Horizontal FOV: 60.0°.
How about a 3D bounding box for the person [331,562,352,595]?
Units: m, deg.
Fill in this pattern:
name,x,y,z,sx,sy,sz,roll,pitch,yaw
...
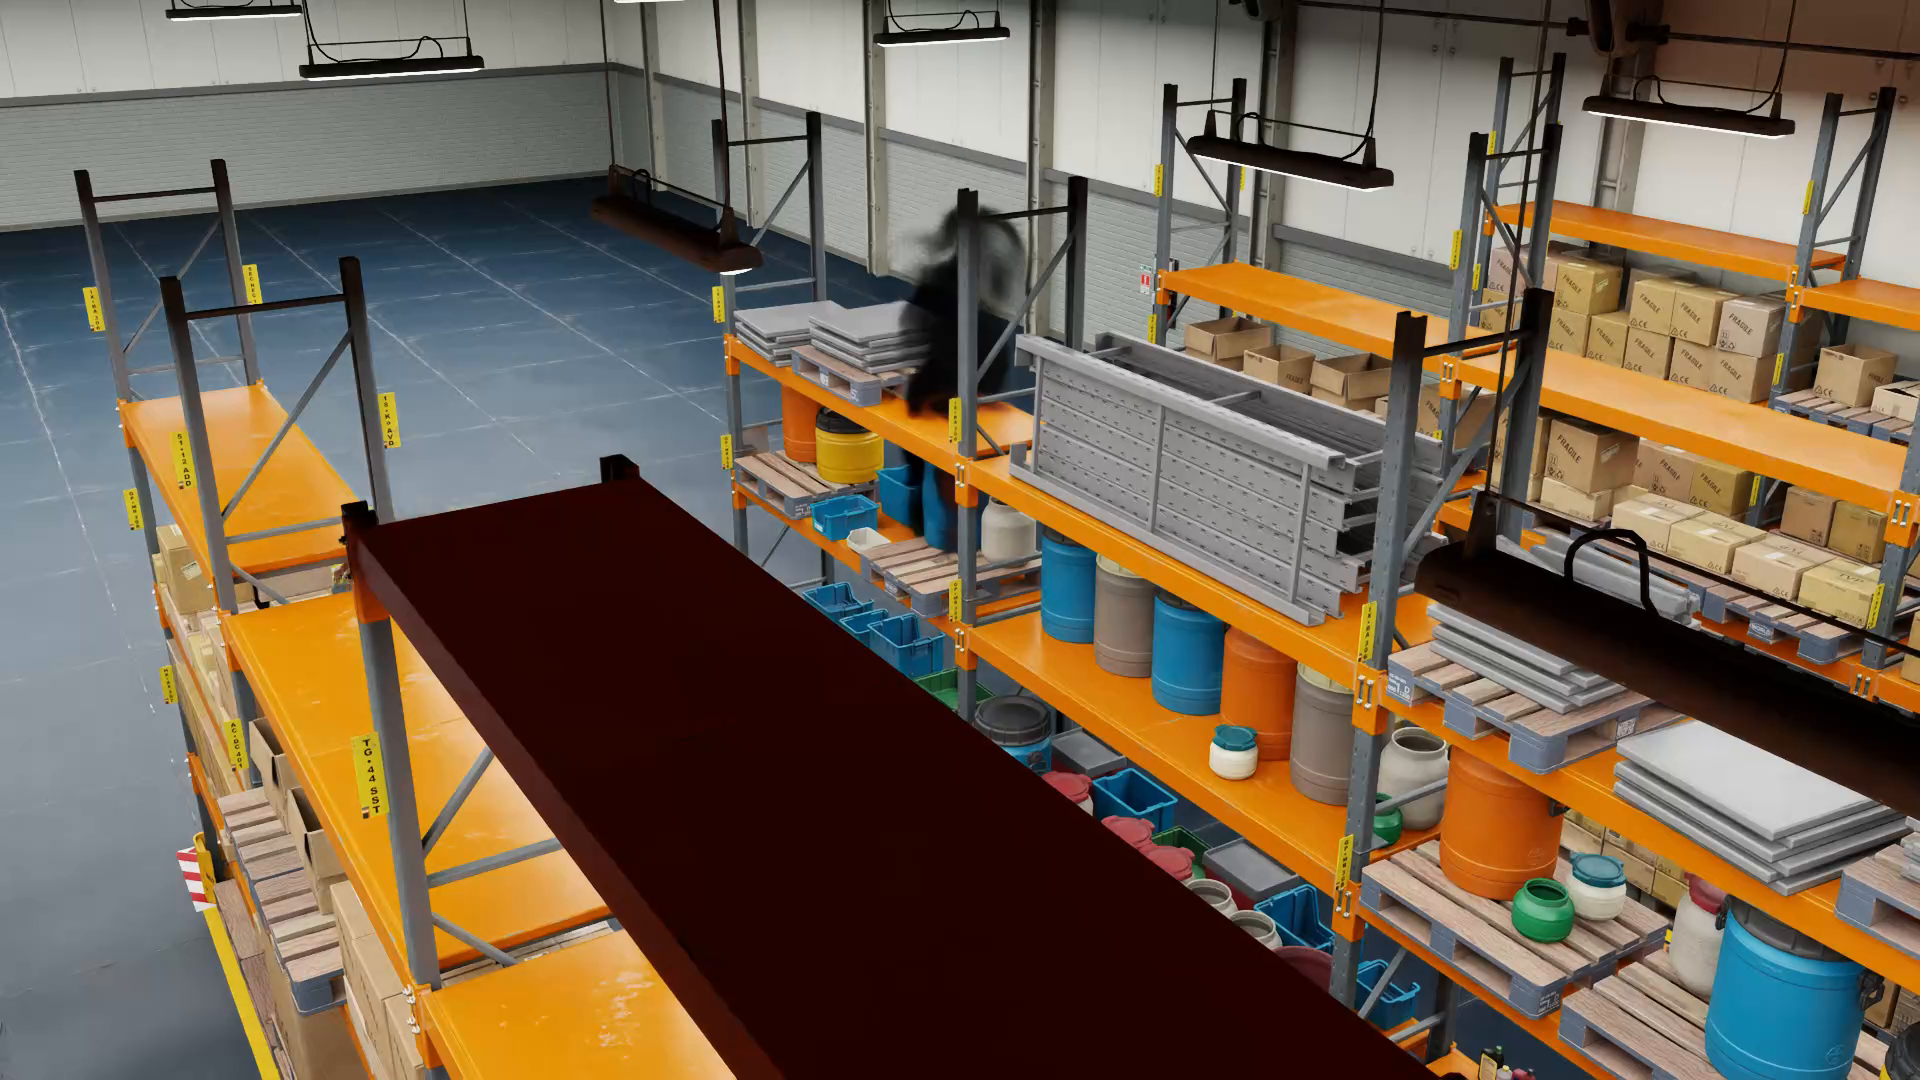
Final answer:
name,x,y,z,sx,sy,sz,roll,pitch,yaw
person,-6.737,0.417,17.987,0.869,1.806,0.670,-3,22,-8
